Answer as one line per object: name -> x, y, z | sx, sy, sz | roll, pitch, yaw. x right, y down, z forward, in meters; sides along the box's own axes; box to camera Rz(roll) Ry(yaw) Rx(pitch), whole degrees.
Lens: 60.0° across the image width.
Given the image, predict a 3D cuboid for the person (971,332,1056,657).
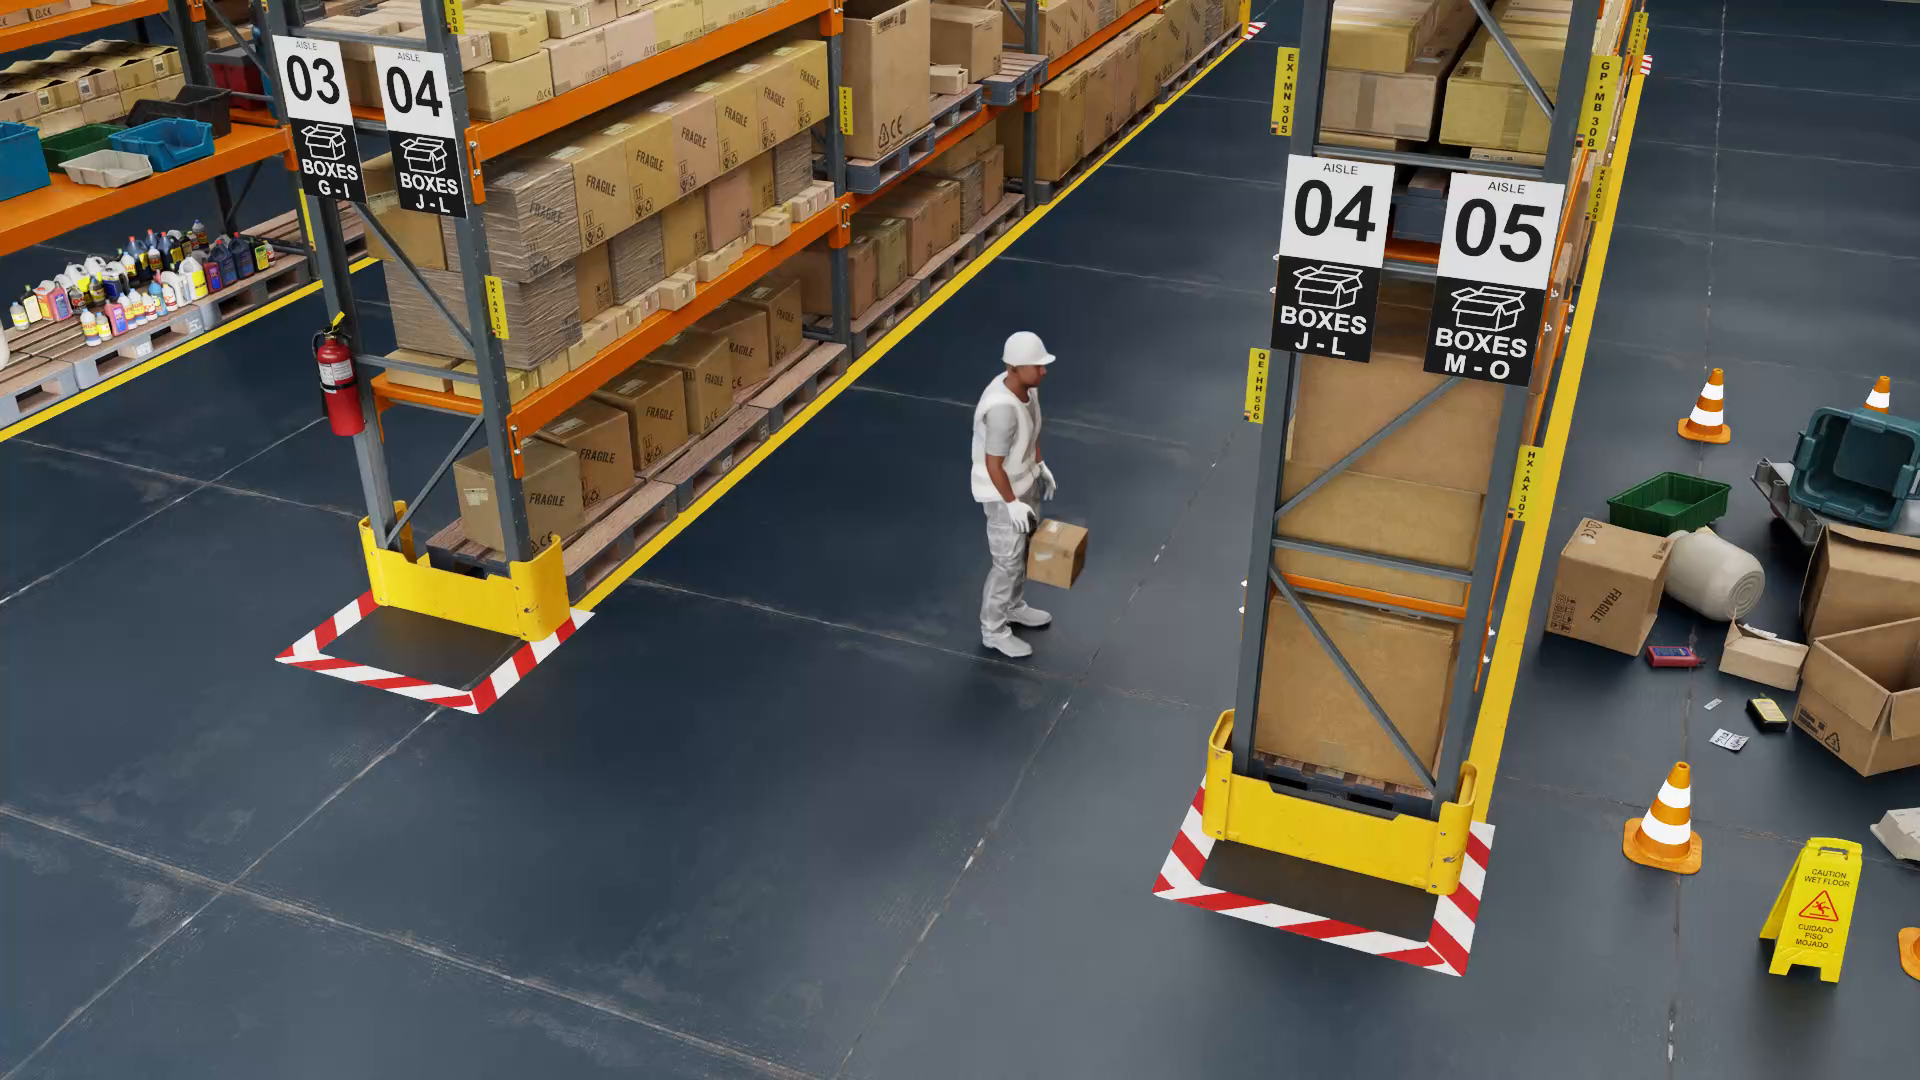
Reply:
person -> 0.282, -0.272, 8.867 | 0.411, 1.781, 0.575 | 10, 31, 18
